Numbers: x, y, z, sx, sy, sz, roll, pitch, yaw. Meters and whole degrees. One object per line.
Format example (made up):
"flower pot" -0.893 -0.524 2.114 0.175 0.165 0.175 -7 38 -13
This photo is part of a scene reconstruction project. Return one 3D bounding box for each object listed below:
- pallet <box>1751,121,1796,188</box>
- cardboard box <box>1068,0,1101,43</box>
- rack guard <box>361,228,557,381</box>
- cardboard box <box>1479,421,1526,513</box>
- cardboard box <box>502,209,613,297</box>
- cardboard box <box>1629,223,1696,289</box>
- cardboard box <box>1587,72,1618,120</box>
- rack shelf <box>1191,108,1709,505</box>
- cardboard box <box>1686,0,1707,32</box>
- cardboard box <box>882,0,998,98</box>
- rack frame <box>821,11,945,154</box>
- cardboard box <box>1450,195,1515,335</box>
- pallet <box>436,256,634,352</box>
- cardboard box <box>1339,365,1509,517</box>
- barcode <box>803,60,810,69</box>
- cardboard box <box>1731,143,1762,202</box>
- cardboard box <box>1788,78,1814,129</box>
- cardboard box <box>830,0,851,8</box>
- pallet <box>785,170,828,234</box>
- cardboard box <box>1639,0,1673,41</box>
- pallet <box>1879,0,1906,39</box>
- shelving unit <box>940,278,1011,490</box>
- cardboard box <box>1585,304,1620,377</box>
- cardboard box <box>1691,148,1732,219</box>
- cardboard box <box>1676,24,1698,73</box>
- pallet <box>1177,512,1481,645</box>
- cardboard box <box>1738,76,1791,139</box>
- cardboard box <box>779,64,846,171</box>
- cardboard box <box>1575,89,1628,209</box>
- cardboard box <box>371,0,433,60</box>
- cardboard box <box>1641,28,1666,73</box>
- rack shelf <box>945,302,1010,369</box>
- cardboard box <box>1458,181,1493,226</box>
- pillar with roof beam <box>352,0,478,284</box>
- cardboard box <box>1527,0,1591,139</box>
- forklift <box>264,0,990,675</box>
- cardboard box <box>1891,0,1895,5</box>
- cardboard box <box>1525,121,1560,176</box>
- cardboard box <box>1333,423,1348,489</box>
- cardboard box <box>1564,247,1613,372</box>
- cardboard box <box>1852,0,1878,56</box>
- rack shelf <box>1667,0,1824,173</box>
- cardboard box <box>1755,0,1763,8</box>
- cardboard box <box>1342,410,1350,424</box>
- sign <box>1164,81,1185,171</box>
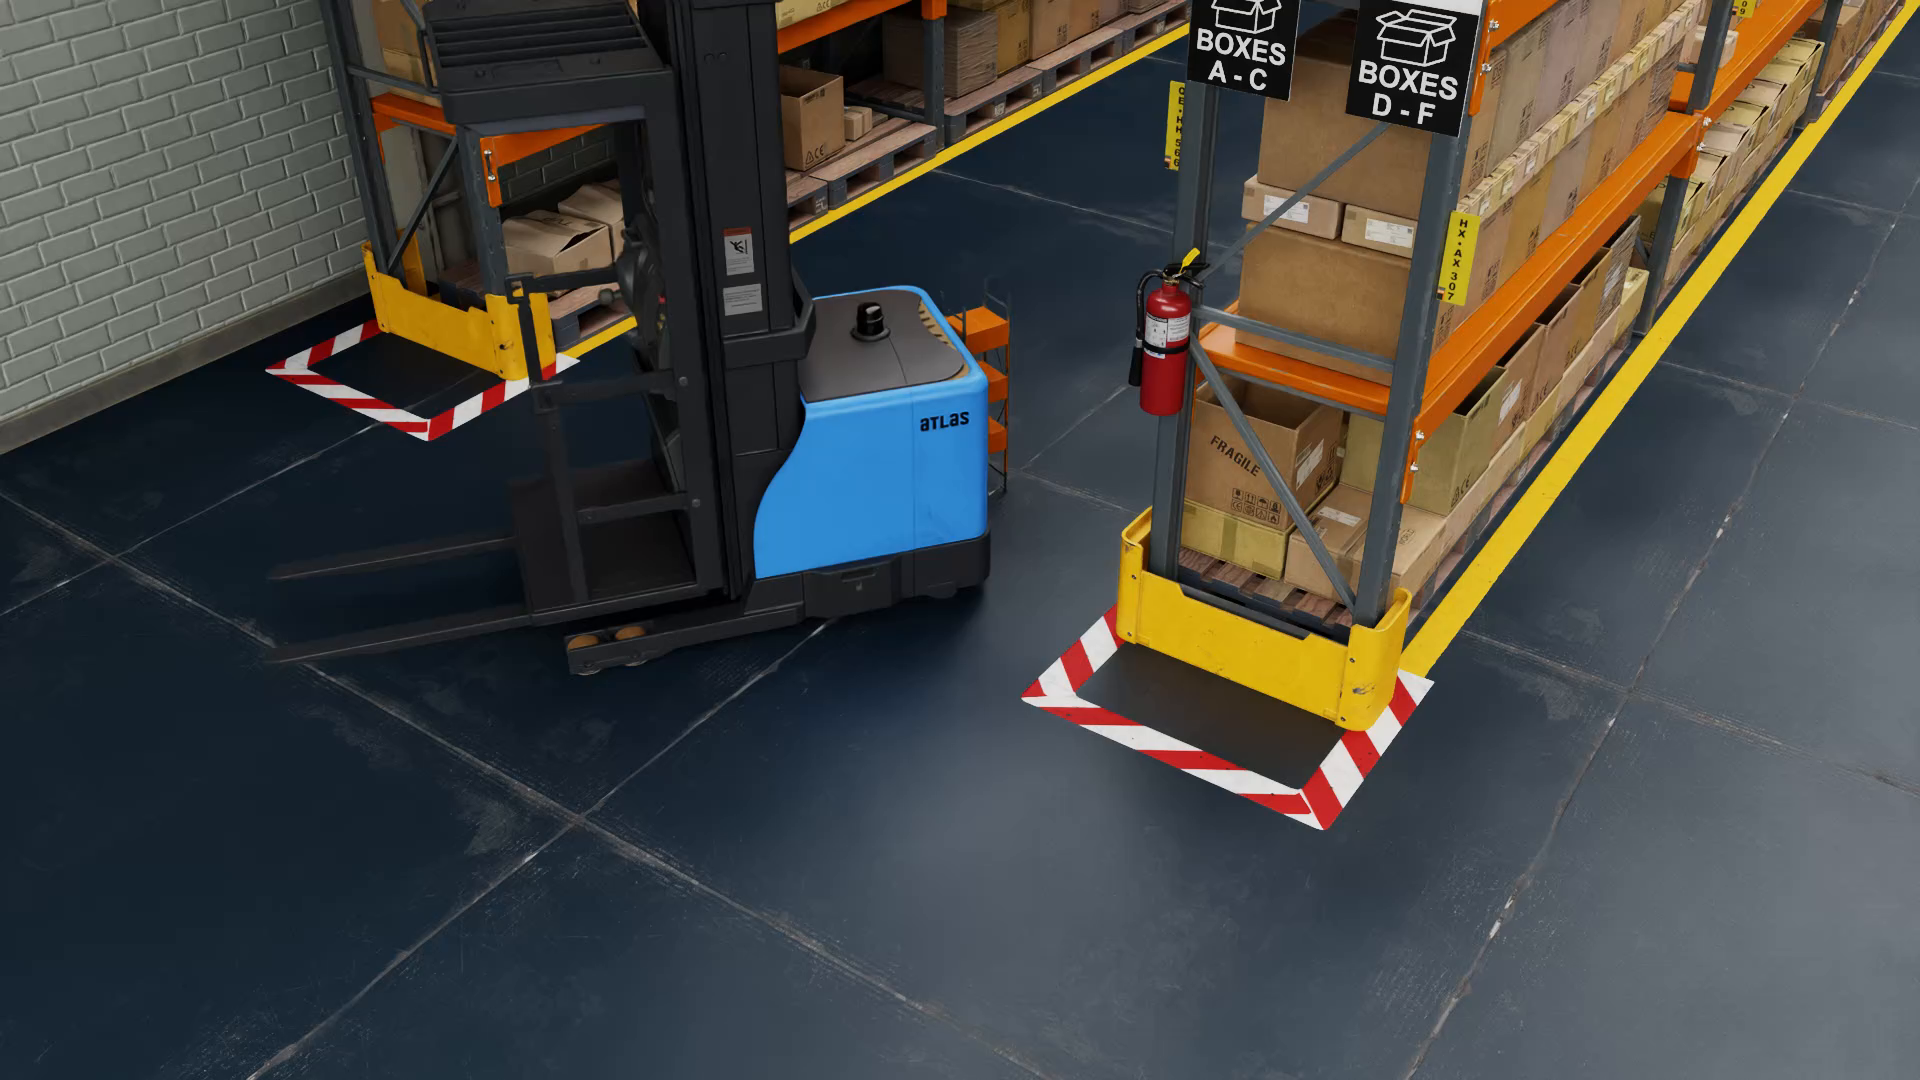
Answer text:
"pallet" 5.297 -2.902 11.853 1.003 0.211 1.213 21 39 28
"cardboard box" 0.710 -4.366 13.366 0.700 0.500 0.500 21 39 28
"rack guard" -2.792 -1.322 9.259 1.175 0.500 0.348 21 39 28
"cardboard box" 2.293 -0.414 7.764 0.500 0.250 0.500 21 39 28
"cardboard box" -2.367 -1.681 9.565 0.500 0.311 0.500 17 37 23
"cardboard box" 3.951 -1.724 9.702 0.500 0.250 0.500 20 39 27
"cardboard box" 2.664 -1.993 7.350 0.380 0.149 0.250 23 40 30
"rack shelf" 2.377 -1.365 7.732 1.077 0.370 4.000 21 39 28
"cardboard box" 3.538 -2.700 8.396 0.380 0.149 0.250 21 39 28
"cardboard box" -0.148 -3.654 12.315 0.700 0.500 0.500 23 40 30
"rack frame" -0.554 -4.164 11.229 1.000 3.000 0.127 21 39 28
"cardboard box" 1.809 -1.238 6.813 0.700 0.500 0.500 22 40 29
"pallet" -2.299 -1.565 9.876 1.003 0.211 1.213 21 39 28
"cardboard box" 2.009 -0.494 7.213 0.500 0.500 0.500 21 39 28
"barcode" -1.059 -3.271 11.462 0.001 0.075 0.075 21 39 28
"cardboard box" 4.827 -2.432 10.749 0.500 0.250 0.500 22 40 29
"cardboard box" 5.699 -3.139 11.793 0.500 0.250 0.500 22 40 29
"cardboard box" -0.866 -3.568 10.465 0.500 0.250 0.500 21 40 28
"pallet" -1.603 -2.124 10.703 1.003 0.211 1.213 21 39 28
"cardboard box" 2.983 -2.723 7.851 0.700 0.500 0.500 21 39 28
"pallet" 7.646 -4.723 14.546 1.003 0.211 1.213 21 39 28
"shelving unit" 0.069 -0.686 7.827 0.252 1.050 0.215 -21 39 -28
"cardboard box" 3.139 -1.108 8.790 0.500 0.250 0.500 21 39 28
"cardboard box" 4.247 -2.190 9.889 0.500 0.311 0.500 21 39 28
"cardboard box" 3.762 -2.761 9.290 0.500 0.250 0.500 24 41 31
"pallet" 1.638 0.048 7.491 1.003 0.211 1.213 21 39 28
"cardboard box" 5.121 -2.899 10.938 0.500 0.311 0.500 21 39 28
"cardboard box" -1.113 -2.820 11.081 0.500 0.500 0.500 18 38 25
"cardboard box" 2.685 -1.944 7.857 0.700 0.500 0.500 22 40 29
"cardboard box" -2.741 -2.864 8.755 0.500 0.500 0.500 21 39 28
"cardboard box" 3.100 -2.344 7.870 0.380 0.149 0.250 21 39 28
"rack shelf" 0.069 -0.912 7.674 0.240 0.259 0.215 -21 39 -28
"cardboard box" 1.786 -1.287 6.306 0.380 0.149 0.250 20 39 27
"pillar with roof beam" 0.390 -4.031 5.678 9.100 9.000 0.400 21 39 28
"cardboard box" 2.126 -2.032 6.830 0.700 0.500 0.500 21 40 28
"forklift" -1.442 -0.985 6.590 3.031 2.935 1.130 -11 35 -15
"cardboard box" 7.744 -4.868 14.109 0.500 0.500 0.500 21 40 28
"cardboard box" 2.225 -1.640 6.829 0.380 0.149 0.250 20 39 27
"cardboard box" 1.575 -0.352 7.673 0.500 0.250 0.500 21 39 28
"cardboard box" 2.856 -1.188 8.239 0.500 0.500 0.500 21 39 28
"cardboard box" 6.877 -4.161 13.064 0.500 0.500 0.500 21 39 28
"rack shelf" 4.658 -3.205 10.455 1.077 0.370 4.000 21 39 28
"cardboard box" 4.855 -3.688 10.436 0.500 0.500 0.500 19 38 26
"cardboard box" 1.856 -0.895 7.805 0.500 0.500 0.500 21 39 28
"sign" 0.799 -1.500 6.045 0.100 0.325 0.005 21 39 28
